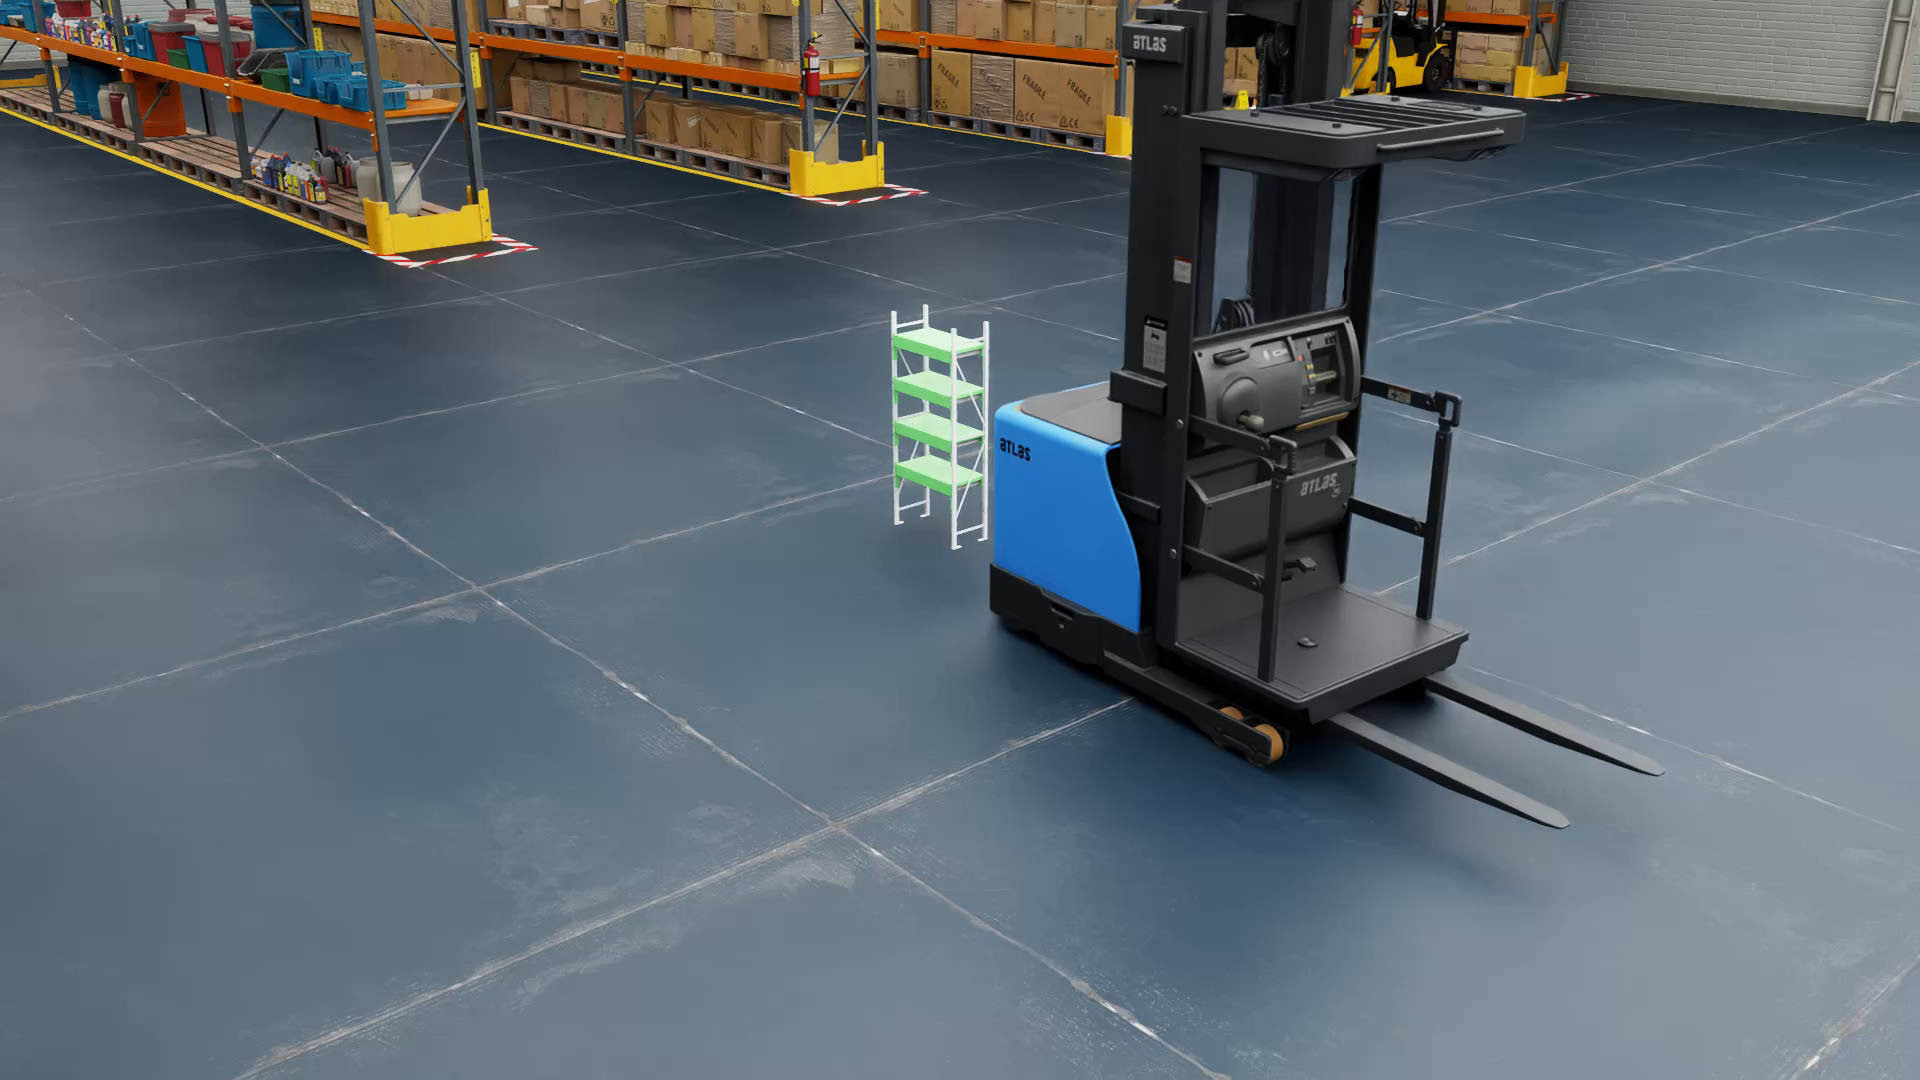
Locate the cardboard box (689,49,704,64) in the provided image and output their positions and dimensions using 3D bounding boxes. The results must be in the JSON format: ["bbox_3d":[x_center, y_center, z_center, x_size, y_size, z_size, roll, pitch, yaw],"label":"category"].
[{"bbox_3d":[-3.087,-5.926,20.347,0.380,0.149,0.250,-17,27,-37],"label":"cardboard box"}]

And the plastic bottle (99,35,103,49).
[{"bbox_3d":[-11.342,-6.610,22.020,0.097,0.201,0.097,0,21,0],"label":"plastic bottle"}]

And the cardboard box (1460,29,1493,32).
[{"bbox_3d":[9.070,-8.859,29.313,0.500,0.250,0.500,-18,27,-38],"label":"cardboard box"}]

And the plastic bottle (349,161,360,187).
[{"bbox_3d":[-6.663,-4.046,18.332,0.152,0.276,0.135,-17,27,-36],"label":"plastic bottle"}]

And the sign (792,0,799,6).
[{"bbox_3d":[-1.811,-6.040,18.272,0.100,0.325,0.005,-17,27,-37],"label":"sign"}]

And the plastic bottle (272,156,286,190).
[{"bbox_3d":[-7.405,-4.004,18.123,0.144,0.351,0.185,-19,28,-40],"label":"plastic bottle"}]

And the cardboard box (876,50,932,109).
[{"bbox_3d":[-0.639,-7.037,25.345,1.050,0.750,0.750,-18,27,-38],"label":"cardboard box"}]

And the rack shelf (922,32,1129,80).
[{"bbox_3d":[1.140,-6.851,23.349,1.077,0.370,4.000,-17,27,-37],"label":"rack shelf"}]

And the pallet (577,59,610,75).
[{"bbox_3d":[-6.653,-9.165,32.094,1.003,0.211,1.213,-17,27,-37],"label":"pallet"}]

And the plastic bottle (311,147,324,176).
[{"bbox_3d":[-7.212,-4.234,18.711,0.144,0.351,0.185,-17,27,-37],"label":"plastic bottle"}]

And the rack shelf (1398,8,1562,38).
[{"bbox_3d":[8.582,-9.240,29.448,1.077,0.370,4.000,-17,27,-37],"label":"rack shelf"}]

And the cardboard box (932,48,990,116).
[{"bbox_3d":[0.192,-6.754,24.453,0.875,0.875,0.875,-17,27,-37],"label":"cardboard box"}]

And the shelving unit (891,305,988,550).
[{"bbox_3d":[-0.108,-0.604,8.882,0.258,1.200,0.503,-17,27,-37],"label":"shelving unit"}]

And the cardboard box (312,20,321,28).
[{"bbox_3d":[-11.344,-8.950,30.058,0.875,0.875,0.875,-17,27,-37],"label":"cardboard box"}]

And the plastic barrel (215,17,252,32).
[{"bbox_3d":[-8.678,-5.989,19.976,0.433,0.535,0.433,0,21,0],"label":"plastic barrel"}]

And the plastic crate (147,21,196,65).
[{"bbox_3d":[-9.529,-6.022,20.159,0.402,0.464,0.583,-17,27,-37],"label":"plastic crate"}]

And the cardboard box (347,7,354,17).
[{"bbox_3d":[-9.994,-8.827,27.753,0.380,0.149,0.250,-18,28,-38],"label":"cardboard box"}]

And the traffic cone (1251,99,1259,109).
[{"bbox_3d":[4.253,-6.112,23.954,0.336,0.463,0.334,-17,27,-37],"label":"traffic cone"}]

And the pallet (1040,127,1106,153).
[{"bbox_3d":[1.864,-5.537,22.832,1.003,0.211,1.213,-17,27,-37],"label":"pallet"}]

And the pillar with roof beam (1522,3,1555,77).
[{"bbox_3d":[6.855,-11.198,25.235,9.100,9.000,0.400,-17,27,-37],"label":"pillar with roof beam"}]

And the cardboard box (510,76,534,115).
[{"bbox_3d":[-6.147,-6.551,24.422,0.700,0.500,0.500,-19,28,-40],"label":"cardboard box"}]

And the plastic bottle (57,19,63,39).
[{"bbox_3d":[-12.656,-7.199,23.427,0.097,0.271,0.097,0,21,0],"label":"plastic bottle"}]

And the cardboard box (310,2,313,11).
[{"bbox_3d":[-11.168,-9.324,29.021,0.380,0.149,0.250,-18,28,-38],"label":"cardboard box"}]

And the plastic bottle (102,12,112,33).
[{"bbox_3d":[-12.104,-7.332,23.660,0.144,0.351,0.185,-17,27,-37],"label":"plastic bottle"}]

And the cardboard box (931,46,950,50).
[{"bbox_3d":[-0.059,-9.714,32.010,0.875,0.875,0.875,-17,27,-37],"label":"cardboard box"}]

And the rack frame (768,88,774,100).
[{"bbox_3d":[-2.776,-8.844,27.450,1.000,3.000,0.127,-17,27,-37],"label":"rack frame"}]

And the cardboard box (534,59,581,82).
[{"bbox_3d":[-5.786,-6.759,23.923,0.500,0.250,0.500,-14,25,-32],"label":"cardboard box"}]

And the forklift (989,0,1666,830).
[{"bbox_3d":[1.438,-0.661,6.654,1.130,2.935,3.031,-16,26,-35],"label":"forklift"}]

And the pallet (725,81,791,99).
[{"bbox_3d":[-3.285,-7.761,28.511,1.003,0.211,1.213,-17,27,-37],"label":"pallet"}]

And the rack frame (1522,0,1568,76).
[{"bbox_3d":[9.888,-9.022,27.906,1.000,3.000,0.127,-17,27,-37],"label":"rack frame"}]

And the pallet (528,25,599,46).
[{"bbox_3d":[-5.277,-7.064,23.170,1.003,0.211,1.213,-17,27,-37],"label":"pallet"}]

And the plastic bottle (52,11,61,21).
[{"bbox_3d":[-12.953,-7.408,23.853,0.144,0.351,0.185,-17,27,-37],"label":"plastic bottle"}]

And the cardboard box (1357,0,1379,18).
[{"bbox_3d":[6.031,-8.222,25.317,0.500,0.500,0.500,-18,28,-38],"label":"cardboard box"}]

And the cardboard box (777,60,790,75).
[{"bbox_3d":[-1.883,-5.462,19.162,0.380,0.149,0.250,-17,27,-37],"label":"cardboard box"}]

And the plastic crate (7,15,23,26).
[{"bbox_3d":[-14.328,-7.932,25.401,0.293,0.136,0.466,-17,27,-37],"label":"plastic crate"}]

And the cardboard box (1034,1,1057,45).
[{"bbox_3d":[1.523,-7.126,22.860,0.875,0.550,0.550,-17,27,-37],"label":"cardboard box"}]

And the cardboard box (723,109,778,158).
[{"bbox_3d":[-2.583,-5.023,20.548,0.500,0.500,0.500,-14,26,-33],"label":"cardboard box"}]

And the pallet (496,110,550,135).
[{"bbox_3d":[-6.091,-6.176,24.463,1.003,0.211,1.213,-17,27,-37],"label":"pallet"}]

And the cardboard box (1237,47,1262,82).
[{"bbox_3d":[4.742,-7.548,26.308,0.500,0.500,0.500,-18,28,-39],"label":"cardboard box"}]

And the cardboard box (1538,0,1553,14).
[{"bbox_3d":[9.775,-9.272,28.406,0.500,0.500,0.500,-16,27,-36],"label":"cardboard box"}]

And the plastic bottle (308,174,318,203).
[{"bbox_3d":[-6.751,-3.672,17.369,0.061,0.283,0.133,-17,27,-36],"label":"plastic bottle"}]

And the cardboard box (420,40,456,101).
[{"bbox_3d":[-7.611,-7.341,25.951,1.225,0.875,0.875,-17,27,-37],"label":"cardboard box"}]

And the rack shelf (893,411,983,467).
[{"bbox_3d":[-0.108,-0.545,8.905,0.258,0.148,0.480,-17,27,-37],"label":"rack shelf"}]

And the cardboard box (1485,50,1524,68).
[{"bbox_3d":[9.333,-8.230,28.393,0.500,0.250,0.500,-18,28,-38],"label":"cardboard box"}]

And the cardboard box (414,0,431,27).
[{"bbox_3d":[-8.104,-8.237,25.765,0.500,0.500,0.500,-17,27,-36],"label":"cardboard box"}]

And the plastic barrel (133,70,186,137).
[{"bbox_3d":[-10.684,-5.828,22.150,0.600,0.830,0.708,-17,27,-37],"label":"plastic barrel"}]

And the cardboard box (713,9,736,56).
[{"bbox_3d":[-2.427,-6.082,19.855,0.875,0.500,0.500,-17,27,-37],"label":"cardboard box"}]

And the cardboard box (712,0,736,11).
[{"bbox_3d":[-2.579,-6.500,19.550,0.500,0.500,0.500,-17,27,-37],"label":"cardboard box"}]

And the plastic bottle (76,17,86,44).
[{"bbox_3d":[-11.966,-6.957,22.700,0.144,0.351,0.185,-17,27,-37],"label":"plastic bottle"}]

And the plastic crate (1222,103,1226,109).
[{"bbox_3d":[3.922,-6.956,26.635,0.583,0.080,0.402,12,24,27],"label":"plastic crate"}]

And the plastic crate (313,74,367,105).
[{"bbox_3d":[-6.103,-4.480,16.513,0.499,0.251,0.408,-17,27,-37],"label":"plastic crate"}]
